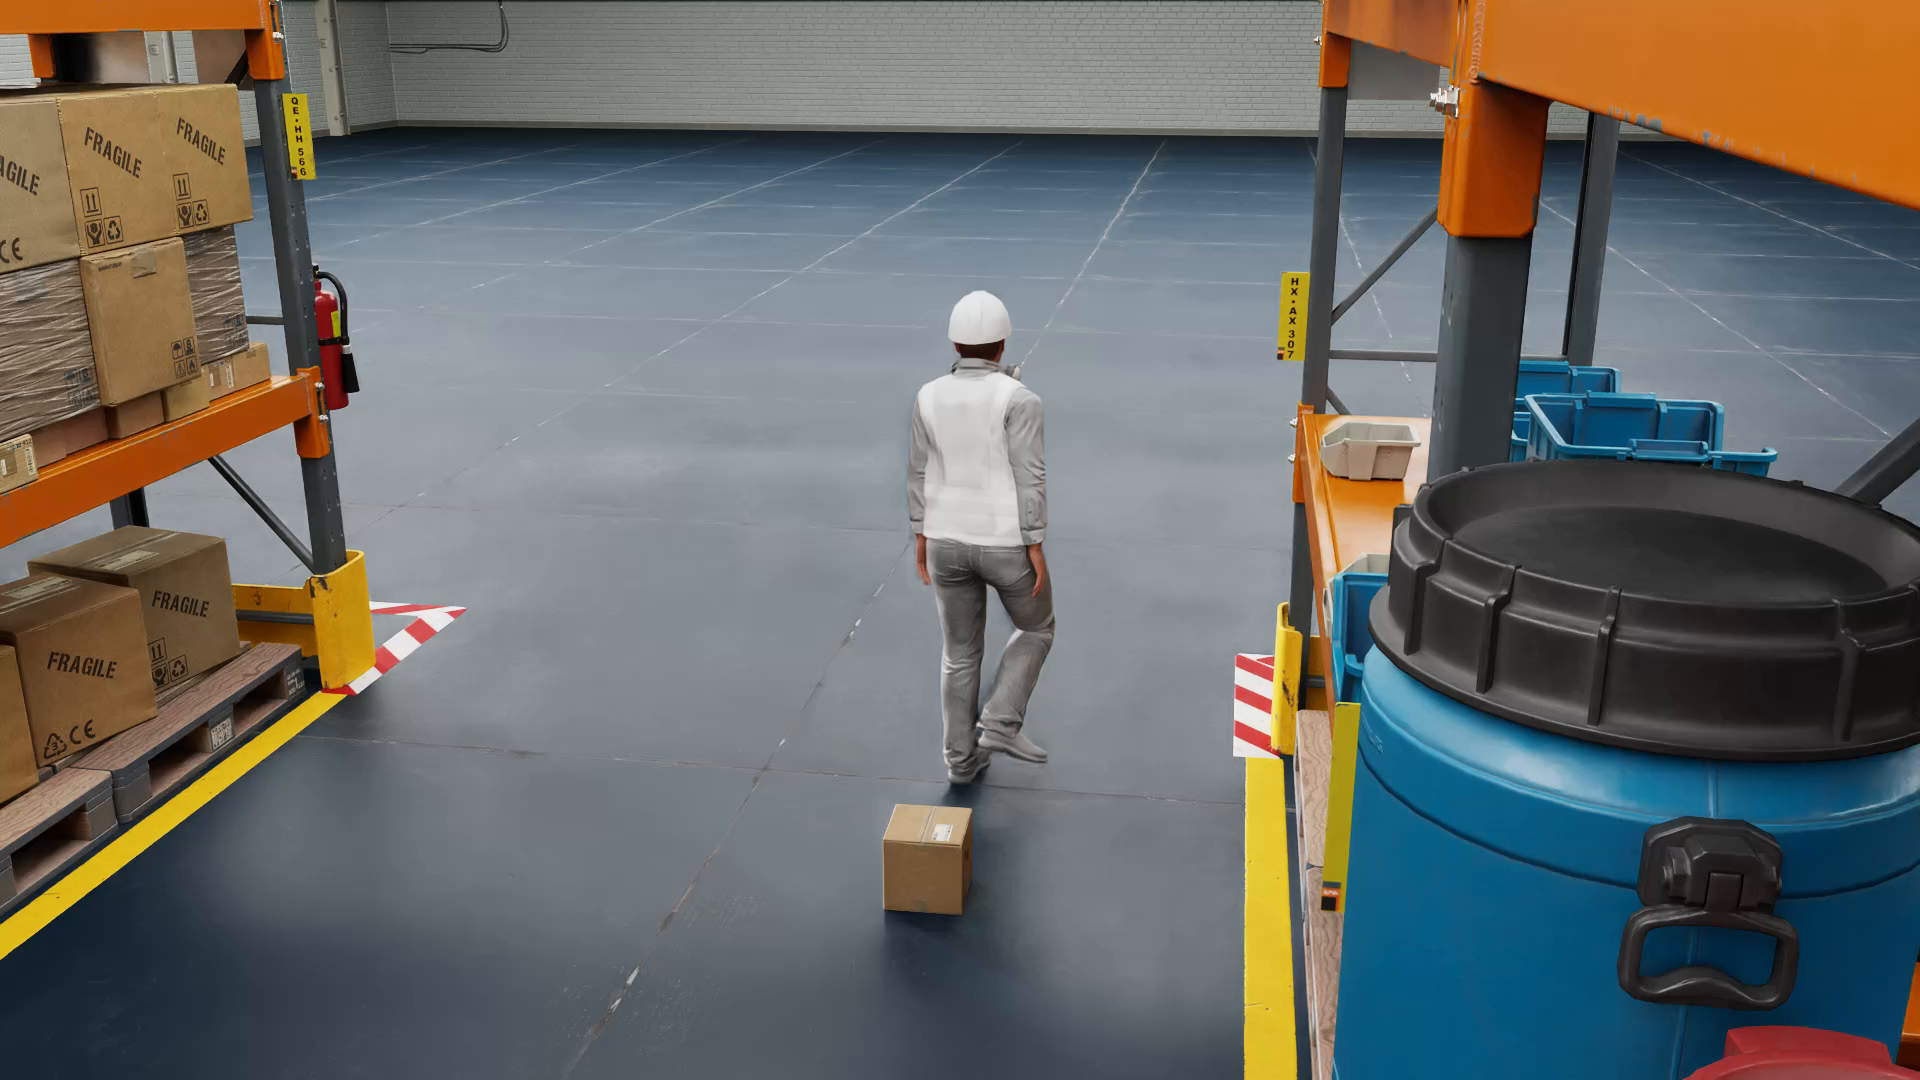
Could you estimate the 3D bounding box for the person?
[{"bbox_3d":[0.071,-0.004,5.972,0.568,1.761,0.474,7,19,21],"label":"person"}]
